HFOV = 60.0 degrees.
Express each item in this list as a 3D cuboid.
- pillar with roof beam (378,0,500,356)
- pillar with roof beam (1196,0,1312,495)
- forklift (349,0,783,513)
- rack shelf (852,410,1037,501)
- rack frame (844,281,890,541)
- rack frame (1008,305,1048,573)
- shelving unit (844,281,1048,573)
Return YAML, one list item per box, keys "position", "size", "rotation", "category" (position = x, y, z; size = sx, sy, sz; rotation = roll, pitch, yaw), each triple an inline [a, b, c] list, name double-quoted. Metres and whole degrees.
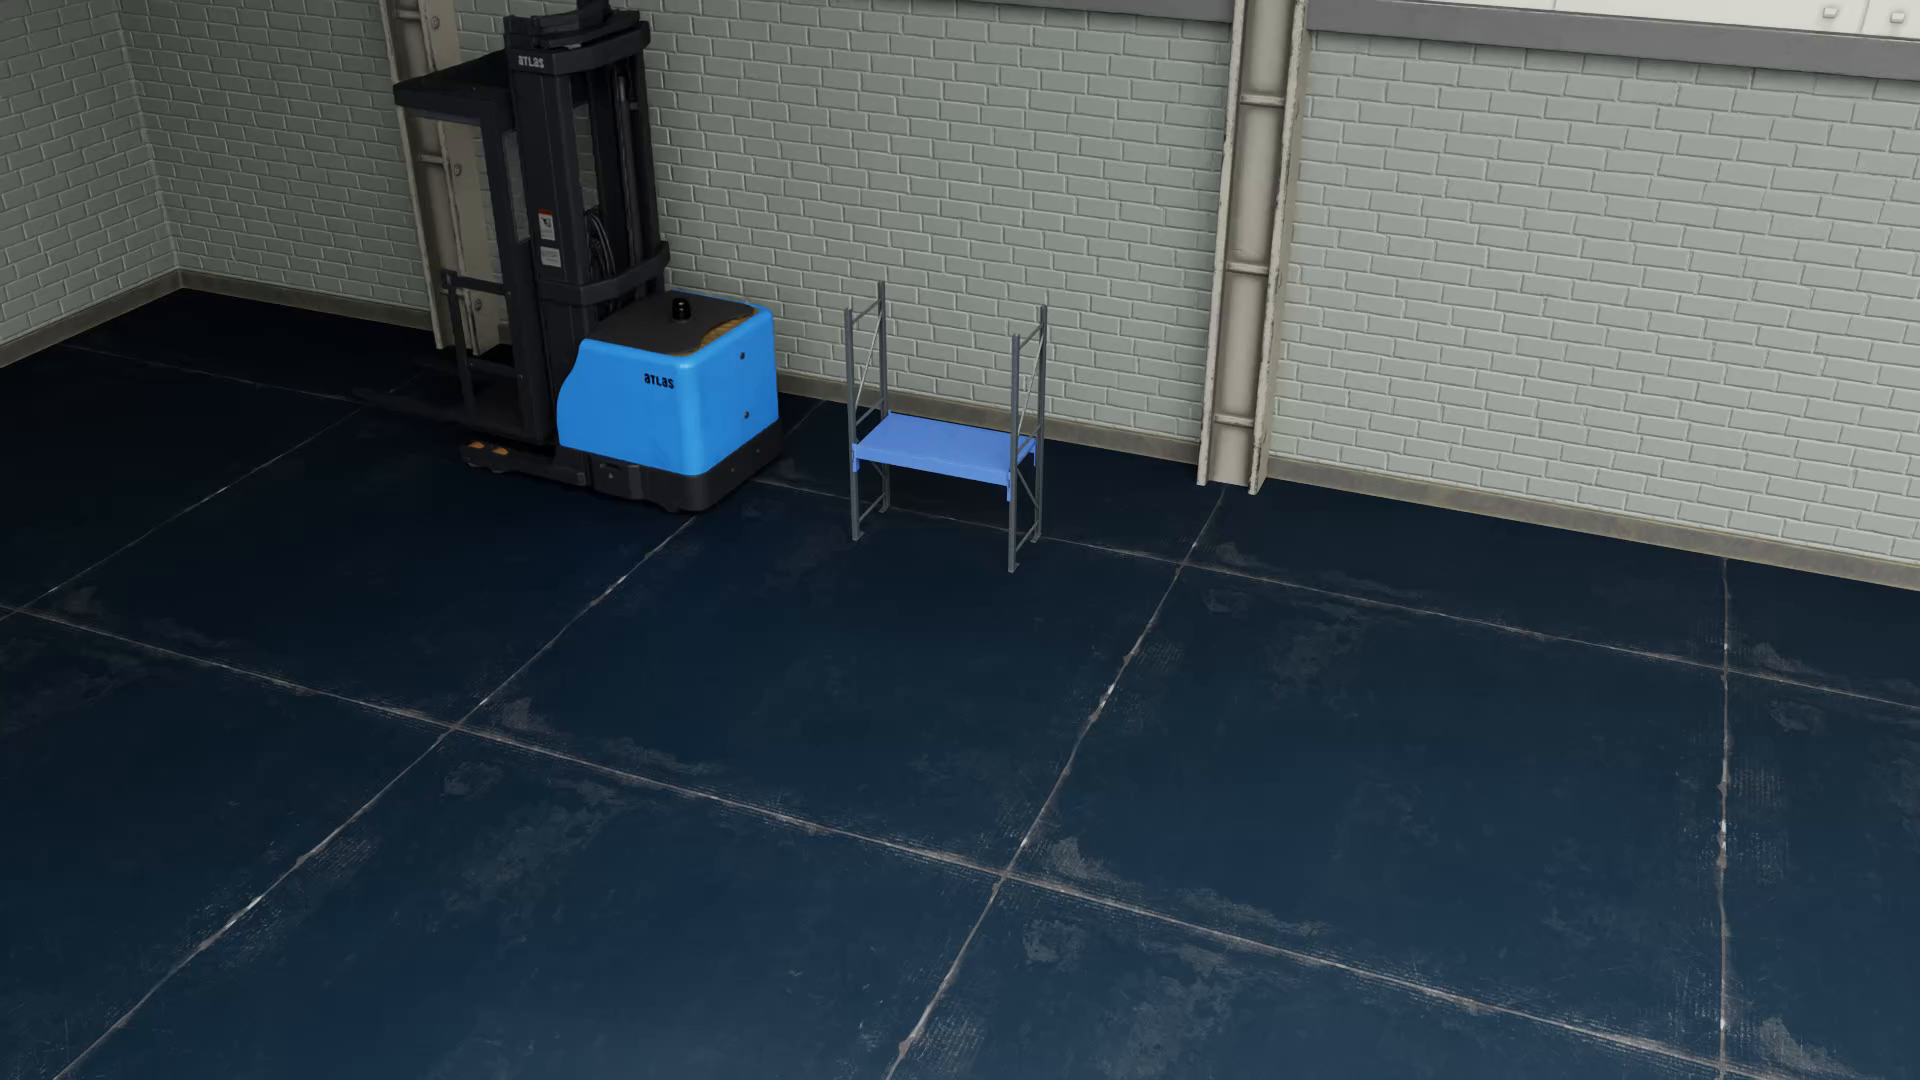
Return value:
- position: [-5.403, -3.461, 7.139]
  size: [0.400, 9.000, 9.100]
  rotation: [11, 31, 19]
  category: "pillar with roof beam"
- position: [0.157, -2.351, 5.175]
  size: [0.400, 9.000, 9.100]
  rotation: [11, 31, 19]
  category: "pillar with roof beam"
- position: [-2.733, -1.933, 10.602]
  size: [3.031, 2.935, 1.130]
  rotation: [14, 32, 22]
  category: "forklift"
- position: [-0.079, -0.512, 9.909]
  size: [1.000, 0.185, 0.538]
  rotation: [11, 31, 19]
  category: "rack shelf"
- position: [-0.550, -0.763, 9.987]
  size: [0.032, 1.500, 0.500]
  rotation: [11, 31, 19]
  category: "rack frame"
- position: [0.392, -0.575, 9.654]
  size: [0.032, 1.500, 0.500]
  rotation: [11, 31, 19]
  category: "rack frame"
- position: [-0.079, -0.669, 9.820]
  size: [1.048, 1.500, 0.538]
  rotation: [11, 31, 19]
  category: "shelving unit"
